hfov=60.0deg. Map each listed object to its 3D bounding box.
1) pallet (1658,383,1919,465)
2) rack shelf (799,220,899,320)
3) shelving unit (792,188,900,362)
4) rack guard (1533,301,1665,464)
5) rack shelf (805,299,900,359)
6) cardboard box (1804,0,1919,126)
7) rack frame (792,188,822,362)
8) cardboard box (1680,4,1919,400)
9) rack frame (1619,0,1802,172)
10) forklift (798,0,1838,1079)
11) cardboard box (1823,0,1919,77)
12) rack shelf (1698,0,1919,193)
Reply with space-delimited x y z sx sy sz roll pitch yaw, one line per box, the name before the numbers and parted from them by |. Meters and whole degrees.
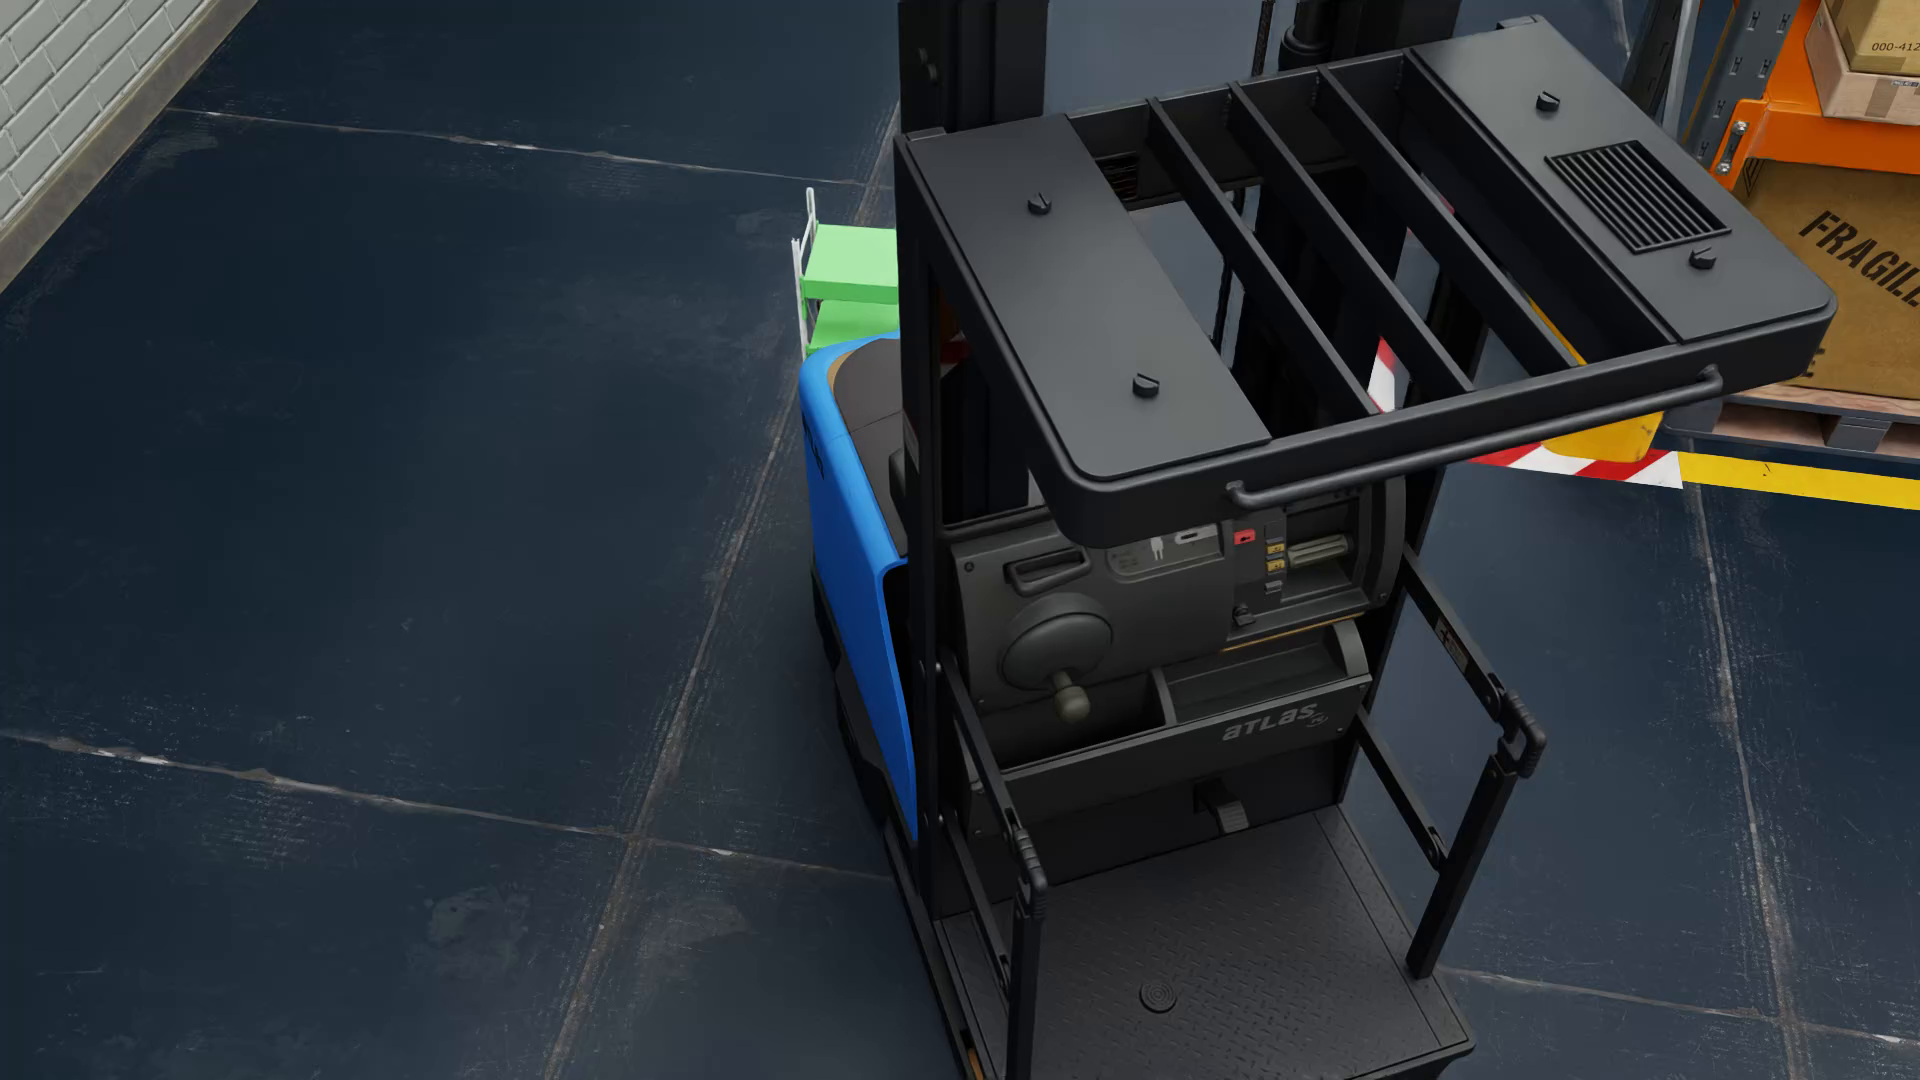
pallet | 3.021 -0.714 5.749 1.213 0.211 1.003 8 49 7
rack shelf | -0.175 -0.719 4.530 0.480 0.148 0.258 5 48 4
shelving unit | -0.175 -0.441 4.839 0.503 1.200 0.258 5 48 4
rack guard | 2.197 -0.862 5.688 0.348 0.500 1.175 8 49 7
rack shelf | -0.175 -0.558 4.708 0.480 0.148 0.258 5 48 4
cardboard box | 2.511 -1.322 4.590 0.250 0.149 0.380 8 49 7
rack frame | -0.418 -0.462 4.858 0.015 1.200 0.240 5 48 4
cardboard box | 2.865 -1.098 5.366 0.875 0.875 0.875 8 49 7
rack frame | 2.221 -1.694 4.756 0.127 3.000 1.000 8 49 7
forklift | 0.511 0.185 3.113 1.130 2.935 3.031 -14 49 -12
cardboard box | 2.645 -1.482 4.466 0.500 0.250 0.500 7 48 6
rack shelf | 4.189 -1.189 4.786 4.000 0.370 1.077 8 49 7
